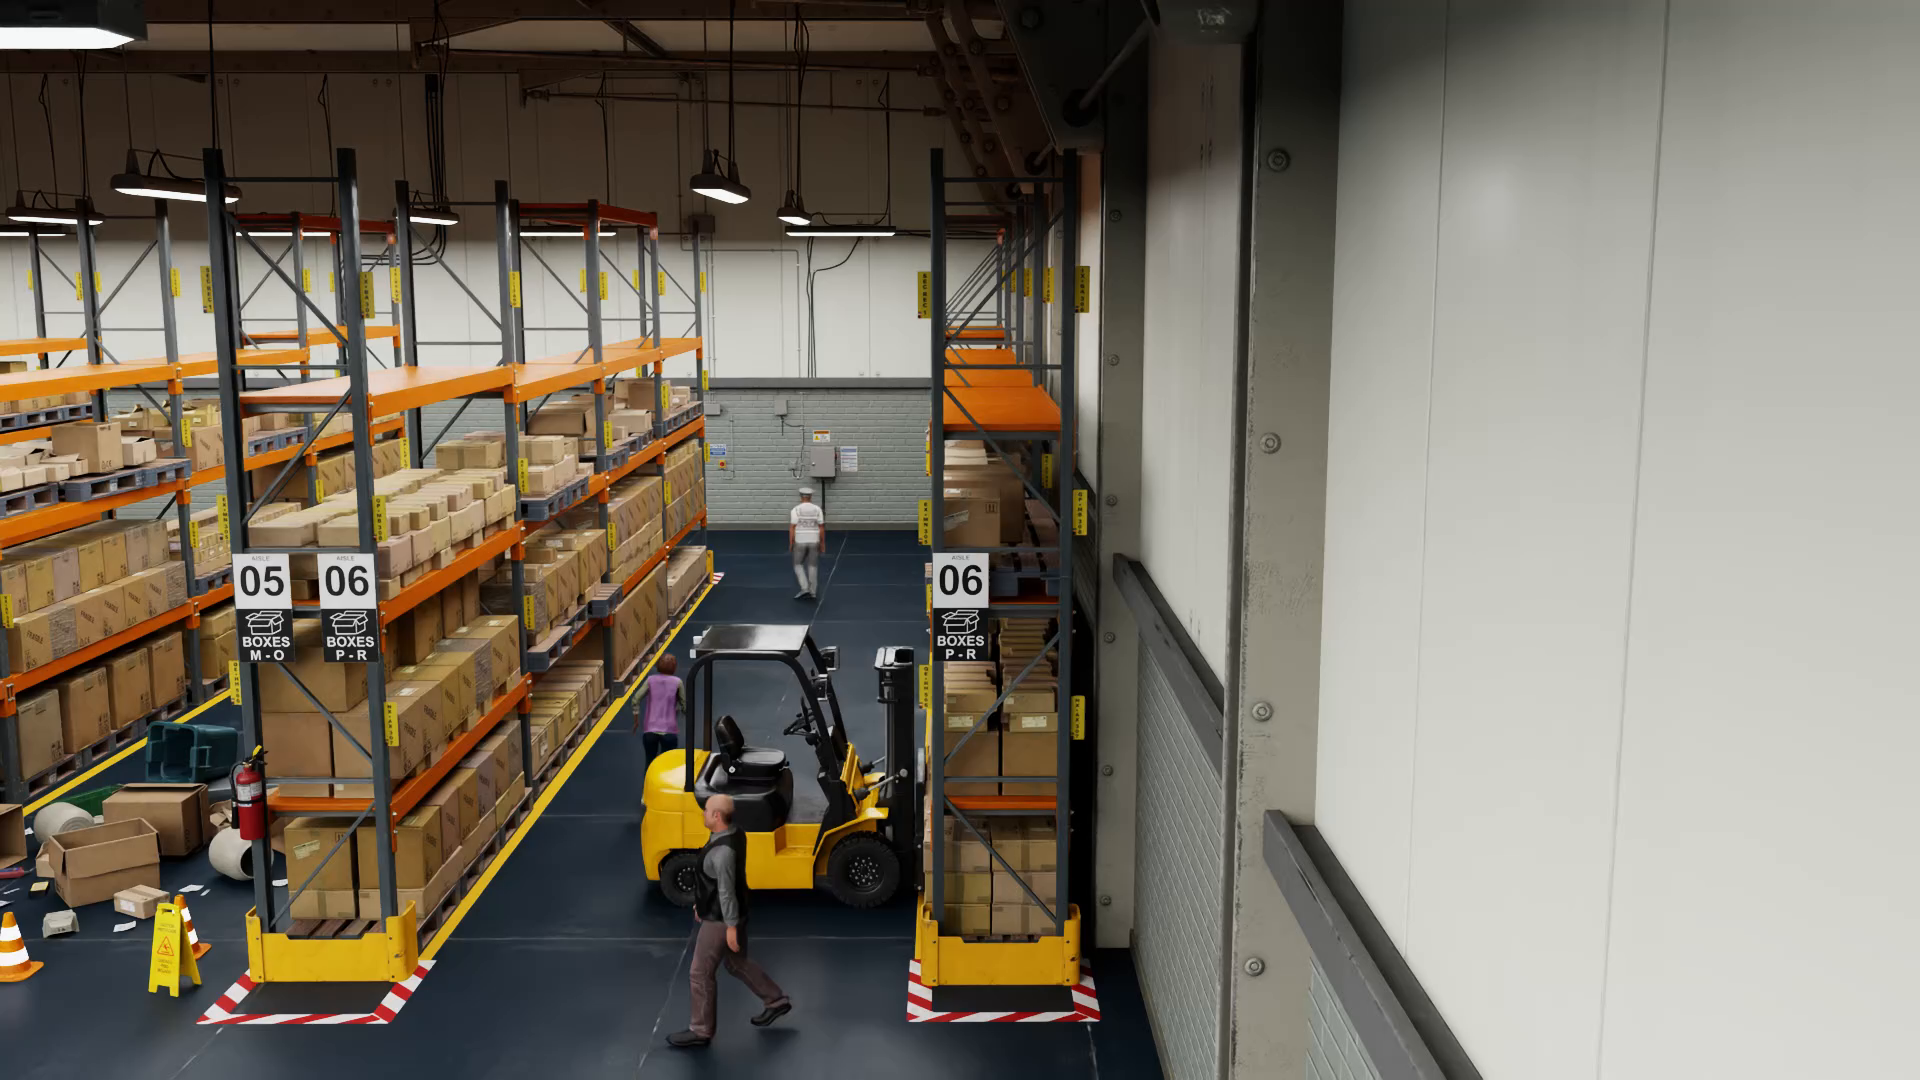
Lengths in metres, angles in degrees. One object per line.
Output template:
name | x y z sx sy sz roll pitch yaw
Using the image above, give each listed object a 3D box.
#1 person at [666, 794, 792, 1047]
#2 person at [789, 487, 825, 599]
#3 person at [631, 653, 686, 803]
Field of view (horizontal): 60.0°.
person | -1.574 2.549 11.253 0.802 1.708 0.527 1 9 3
person | -2.437 0.071 26.565 0.581 1.793 0.485 -3 10 -17
person | -2.908 1.868 16.212 0.543 1.482 0.755 0 9 3
